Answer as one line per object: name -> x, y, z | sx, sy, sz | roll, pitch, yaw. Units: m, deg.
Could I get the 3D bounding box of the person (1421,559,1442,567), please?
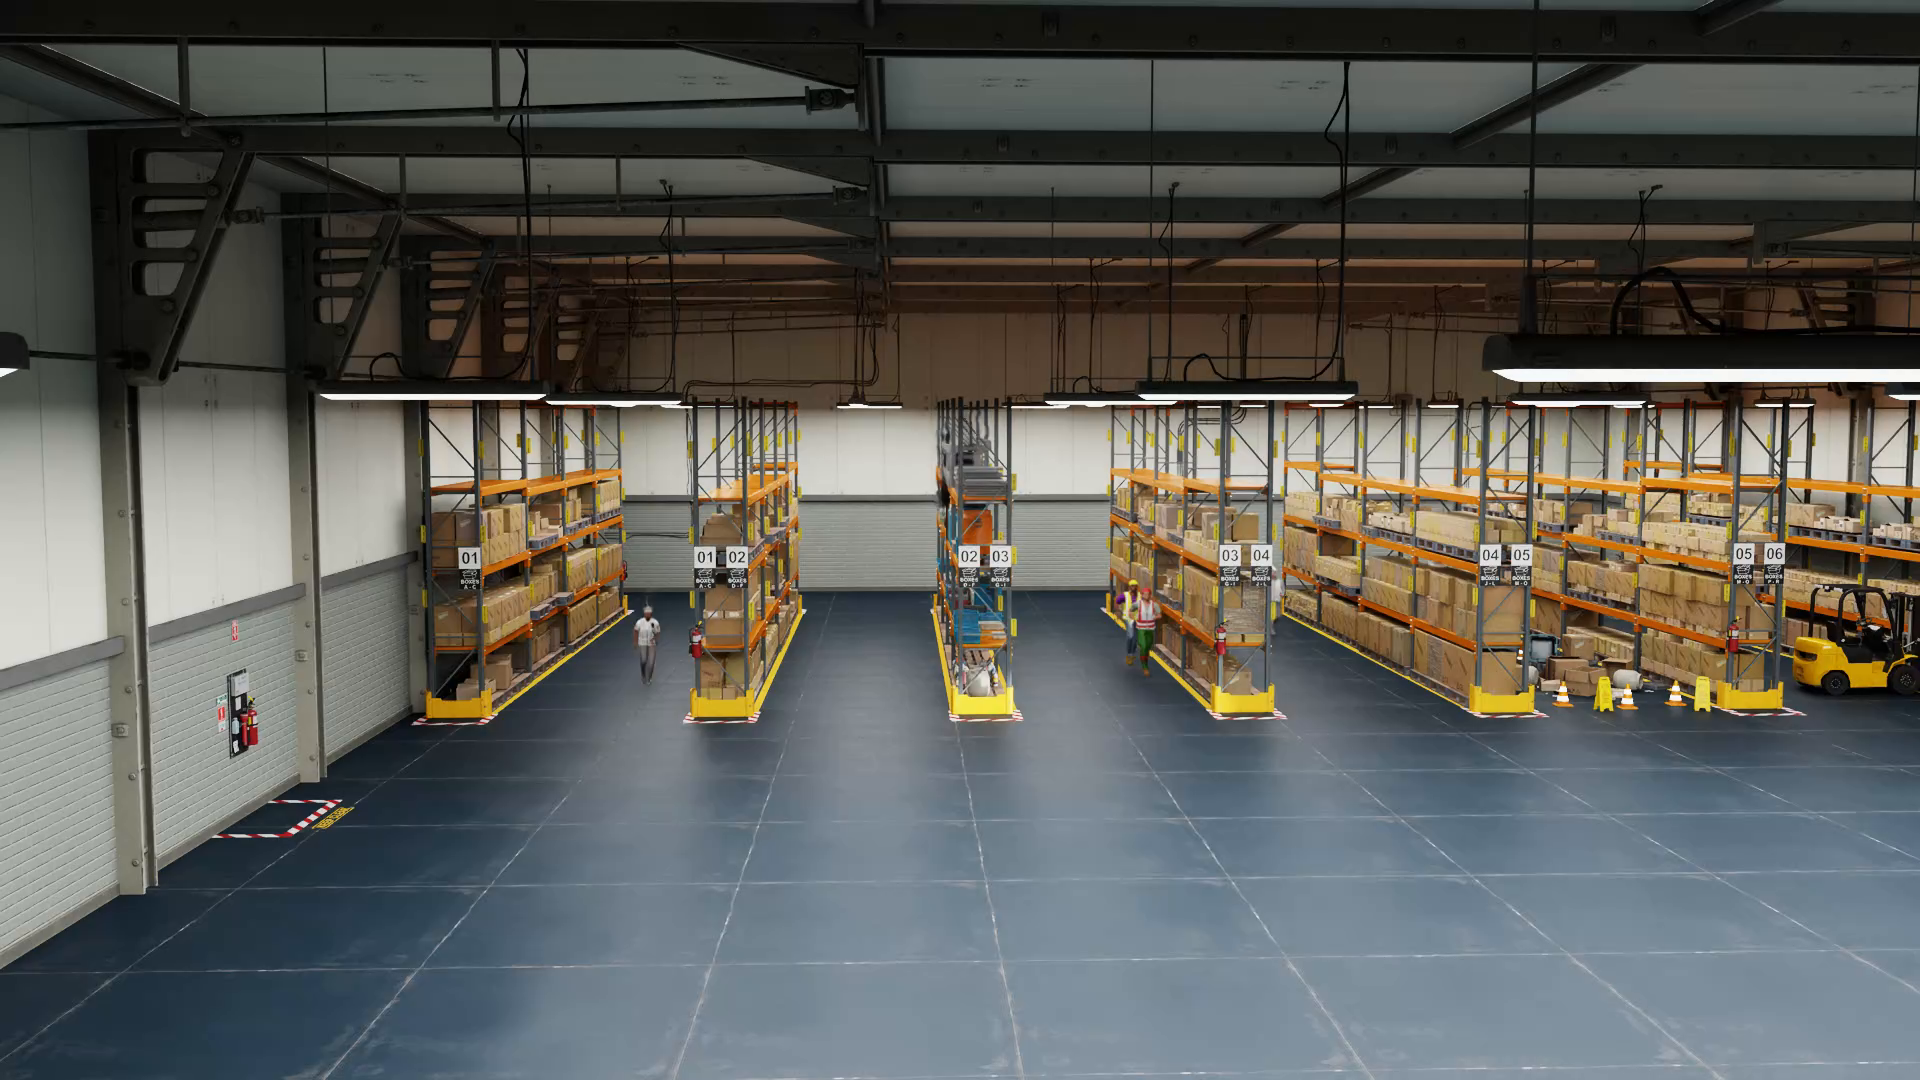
person -> 13.996, 1.041, 49.323 | 0.709, 1.808, 0.654 | 1, 5, 12

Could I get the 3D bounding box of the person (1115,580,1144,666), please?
person -> 3.751, 1.788, 36.083 | 0.670, 1.859, 0.712 | -1, 4, -10

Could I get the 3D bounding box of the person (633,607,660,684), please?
person -> -6.524, 2.201, 34.697 | 0.543, 1.650, 0.723 | -1, 5, -13

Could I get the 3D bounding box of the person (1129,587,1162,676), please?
person -> 3.898, 1.887, 34.796 | 0.667, 1.796, 0.872 | -1, 4, -9

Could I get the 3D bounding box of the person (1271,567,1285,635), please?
person -> 8.025, 1.558, 42.750 | 0.666, 1.731, 0.754 | 0, 4, -4
